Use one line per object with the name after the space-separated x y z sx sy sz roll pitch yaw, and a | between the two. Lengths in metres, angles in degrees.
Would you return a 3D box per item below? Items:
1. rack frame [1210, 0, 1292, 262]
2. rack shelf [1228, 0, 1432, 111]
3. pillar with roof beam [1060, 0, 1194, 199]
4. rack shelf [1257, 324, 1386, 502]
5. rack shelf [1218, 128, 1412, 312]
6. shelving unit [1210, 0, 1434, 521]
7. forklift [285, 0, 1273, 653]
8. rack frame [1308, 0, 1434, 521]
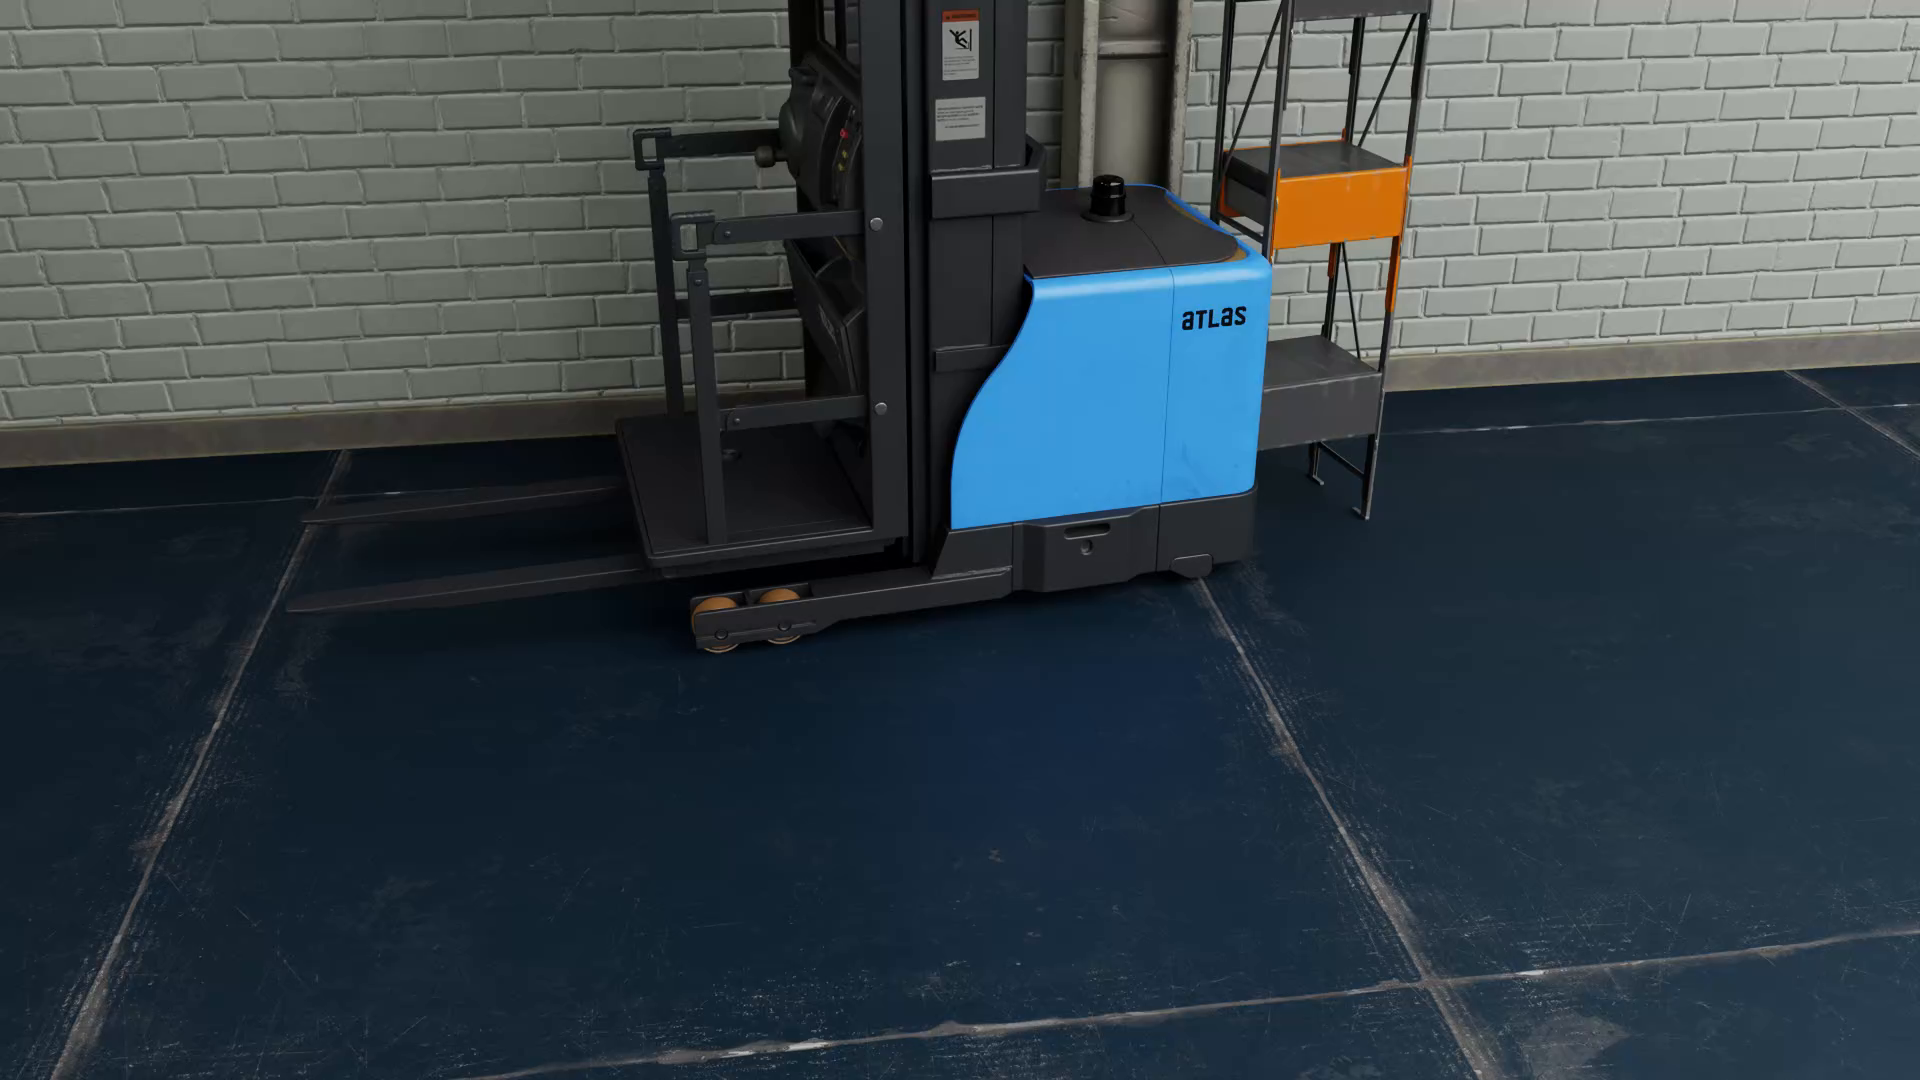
0.914 -1.015 5.428 0.015 2.100 0.400 -9 29 -17 | rack frame
1.144 -1.662 5.187 0.480 0.518 0.431 -9 29 -17 | rack shelf
1.204 -2.547 0.856 0.400 9.000 9.100 -4 27 -7 | pillar with roof beam
1.144 -0.417 5.826 0.480 0.518 0.431 -9 29 -17 | rack shelf
1.144 -1.040 5.506 0.480 0.518 0.431 -9 29 -17 | rack shelf
1.144 -1.052 5.500 0.503 2.100 0.431 -9 29 -17 | shelving unit
-0.600 -1.228 4.932 3.031 2.935 1.130 -7 28 -14 | forklift
1.374 -1.089 5.571 0.015 2.100 0.400 -9 29 -17 | rack frame
